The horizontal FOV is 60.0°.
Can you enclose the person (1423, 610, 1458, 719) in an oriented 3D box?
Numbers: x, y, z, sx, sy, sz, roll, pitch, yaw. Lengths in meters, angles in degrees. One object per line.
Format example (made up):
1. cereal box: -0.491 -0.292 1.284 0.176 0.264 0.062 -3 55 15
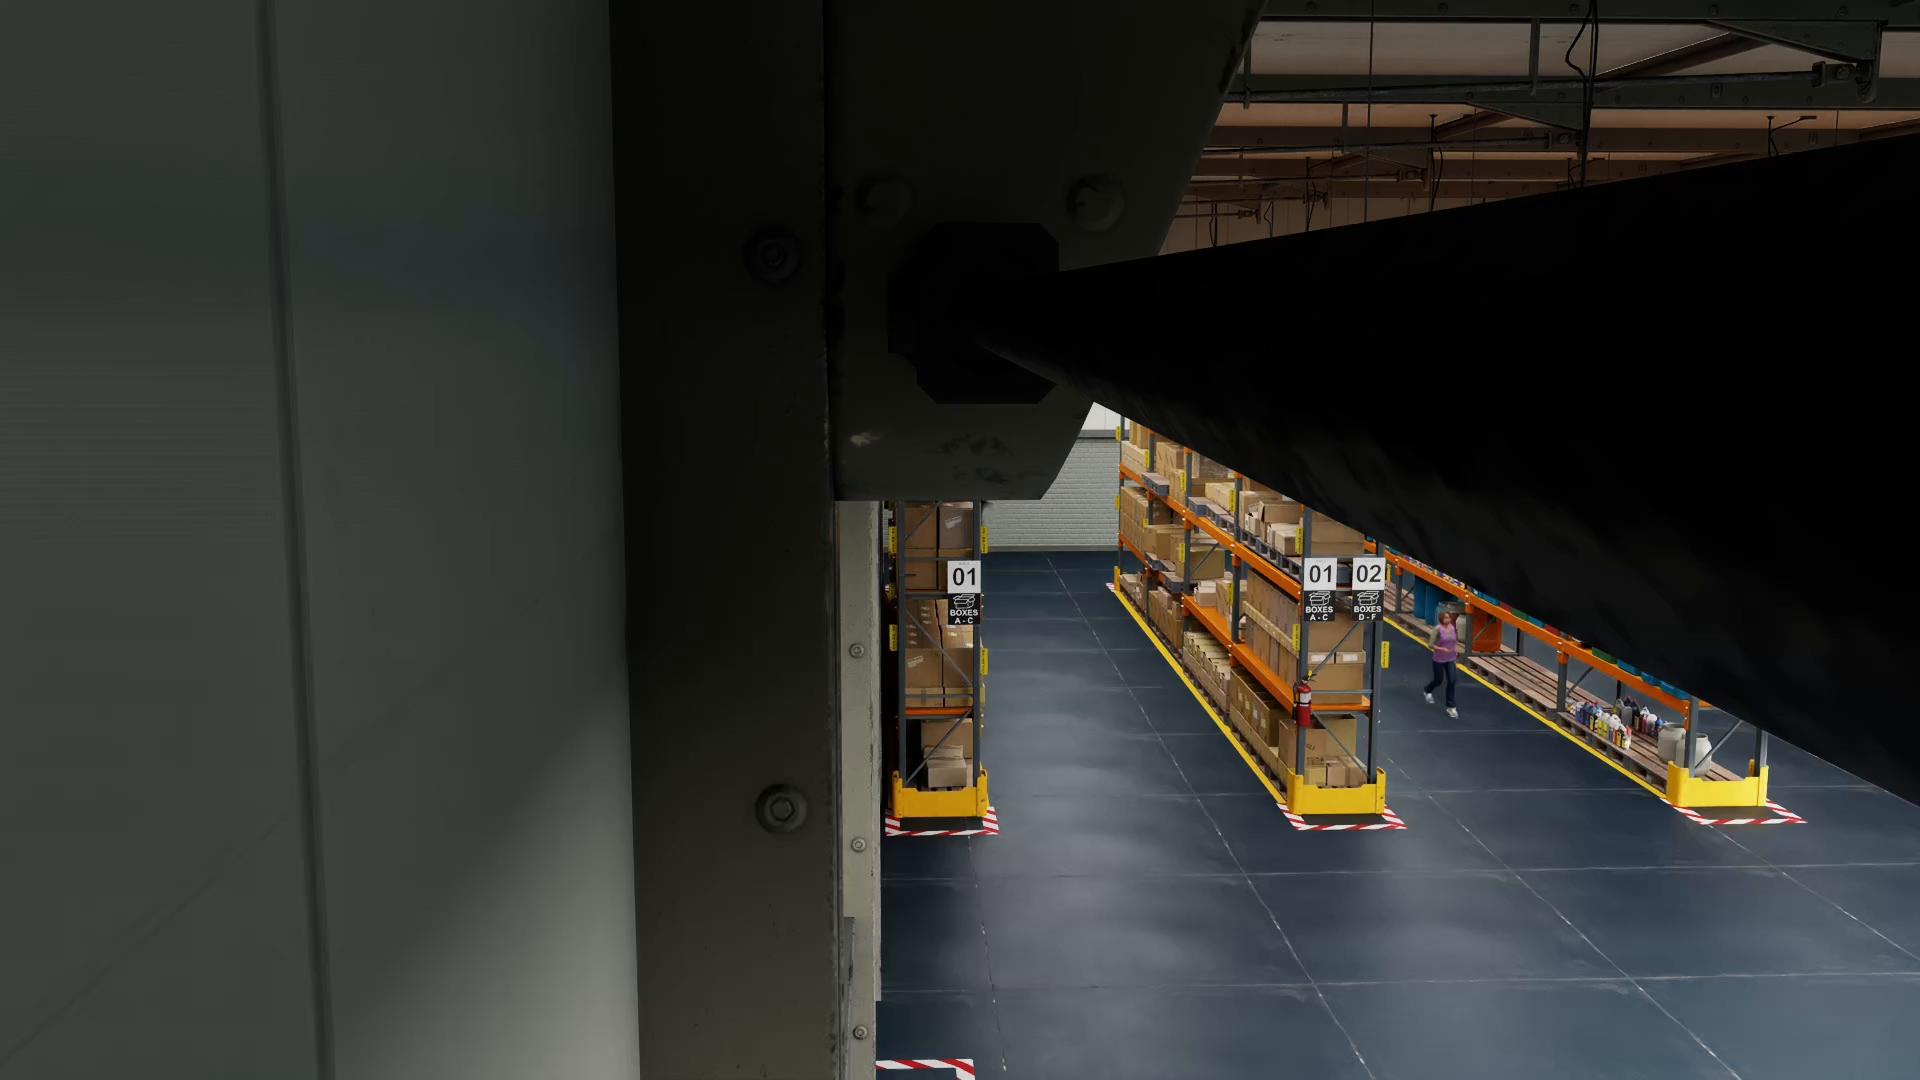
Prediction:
1. person: 7.423 1.864 25.577 0.538 1.605 0.877 -2 8 -13
